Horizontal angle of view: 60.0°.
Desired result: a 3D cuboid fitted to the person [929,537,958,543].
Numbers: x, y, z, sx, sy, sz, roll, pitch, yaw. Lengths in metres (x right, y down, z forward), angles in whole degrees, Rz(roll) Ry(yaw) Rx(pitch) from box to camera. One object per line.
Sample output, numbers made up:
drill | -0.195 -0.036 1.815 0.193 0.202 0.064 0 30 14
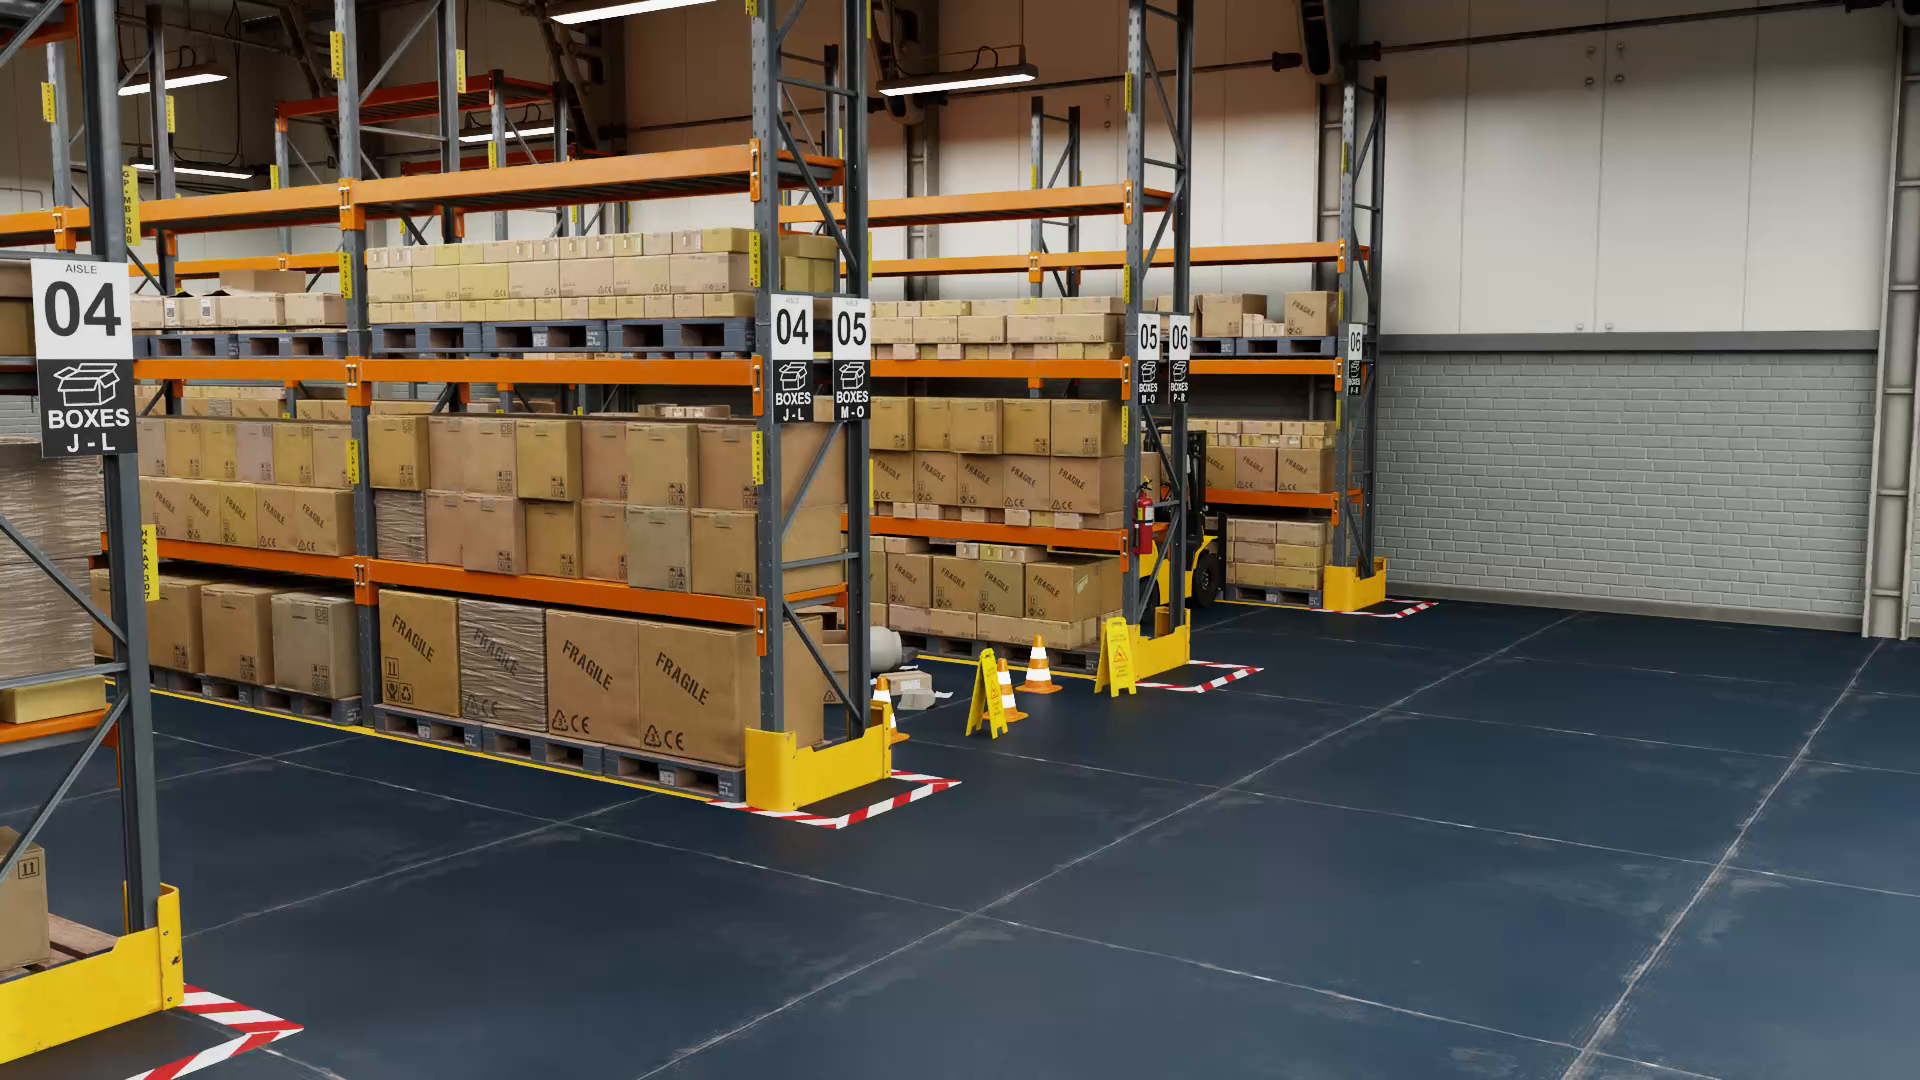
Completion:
person | -0.239 0.340 19.041 0.596 0.889 0.902 4 7 34
